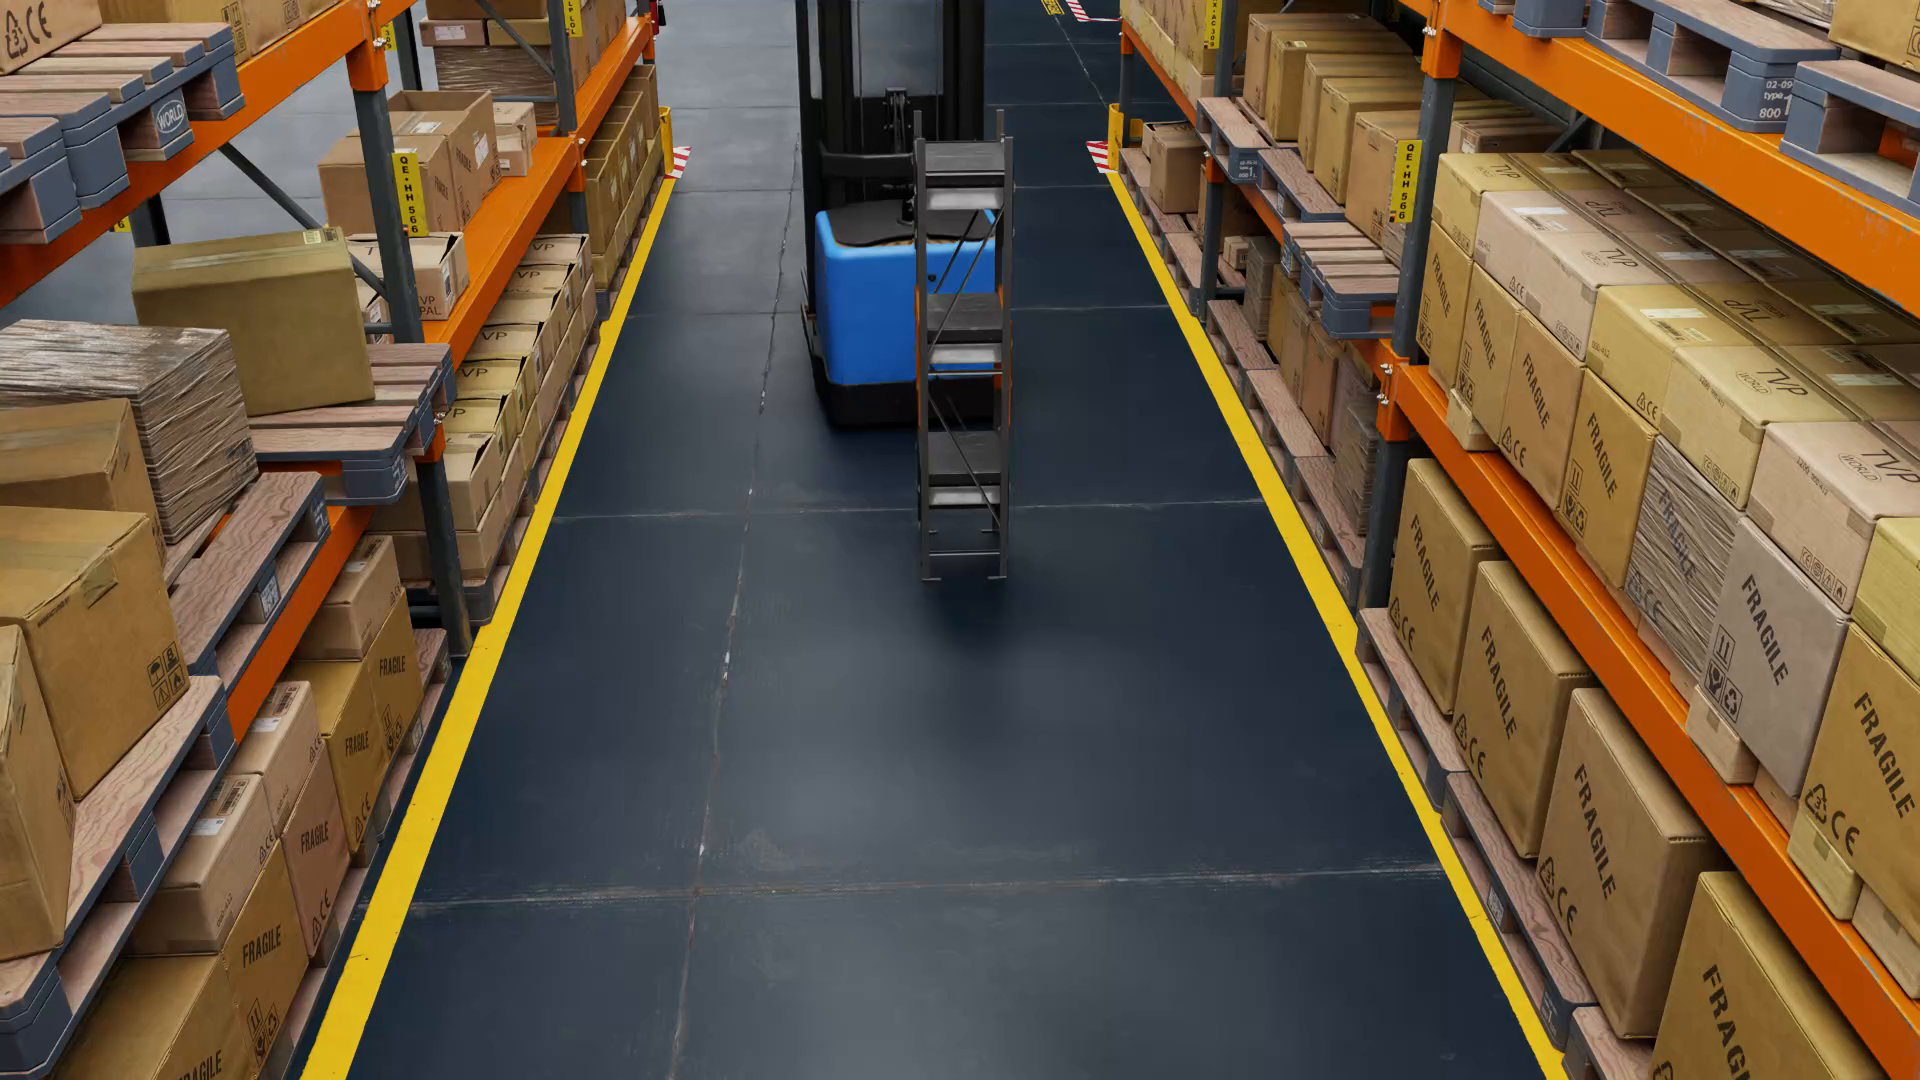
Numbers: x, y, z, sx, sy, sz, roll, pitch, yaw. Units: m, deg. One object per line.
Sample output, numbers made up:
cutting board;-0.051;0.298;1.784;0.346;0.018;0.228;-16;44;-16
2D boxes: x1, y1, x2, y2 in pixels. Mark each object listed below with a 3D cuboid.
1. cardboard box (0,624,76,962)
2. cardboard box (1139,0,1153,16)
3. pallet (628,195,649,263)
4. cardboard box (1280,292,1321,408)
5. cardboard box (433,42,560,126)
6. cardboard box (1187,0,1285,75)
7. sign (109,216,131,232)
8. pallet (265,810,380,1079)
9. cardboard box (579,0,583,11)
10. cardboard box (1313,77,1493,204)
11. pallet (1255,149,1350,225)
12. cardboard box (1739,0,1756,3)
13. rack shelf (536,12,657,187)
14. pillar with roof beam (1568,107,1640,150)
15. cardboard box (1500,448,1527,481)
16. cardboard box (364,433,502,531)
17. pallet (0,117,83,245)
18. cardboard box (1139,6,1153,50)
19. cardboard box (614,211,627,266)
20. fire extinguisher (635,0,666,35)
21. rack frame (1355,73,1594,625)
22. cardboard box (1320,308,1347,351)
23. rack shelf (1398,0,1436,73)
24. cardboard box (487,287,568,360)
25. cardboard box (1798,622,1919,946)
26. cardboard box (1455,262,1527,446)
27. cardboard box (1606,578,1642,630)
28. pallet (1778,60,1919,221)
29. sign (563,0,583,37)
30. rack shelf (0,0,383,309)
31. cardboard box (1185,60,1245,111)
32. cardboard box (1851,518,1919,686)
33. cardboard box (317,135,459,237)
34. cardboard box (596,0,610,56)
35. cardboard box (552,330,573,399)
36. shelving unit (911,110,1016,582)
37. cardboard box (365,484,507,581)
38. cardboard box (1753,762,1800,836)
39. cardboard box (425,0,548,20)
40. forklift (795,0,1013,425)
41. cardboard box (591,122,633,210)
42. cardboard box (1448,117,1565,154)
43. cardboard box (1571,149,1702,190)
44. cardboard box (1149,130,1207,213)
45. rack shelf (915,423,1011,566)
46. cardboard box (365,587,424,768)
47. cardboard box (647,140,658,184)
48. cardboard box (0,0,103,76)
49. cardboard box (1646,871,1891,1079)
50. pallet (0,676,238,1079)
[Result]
cardboard box;-2.243;0.567;3.358;0.700;0.500;0.500;-11;29;-20
cardboard box;1.640;-4.222;12.430;0.500;0.500;0.500;-2;28;-4
pallet;-2.926;-2.370;12.565;1.003;0.211;1.213;-1;28;-3
cardboard box;2.206;-1.068;9.281;0.700;0.500;0.500;-1;28;-2
cardboard box;-2.889;-2.922;10.501;0.700;0.500;0.500;-2;28;-4
cardboard box;1.754;-3.280;10.625;0.500;0.500;0.500;-1;28;-3
sign;-3.205;-1.324;6.293;0.100;0.325;0.005;-1;28;-3
pallet;-2.589;1.318;5.494;1.003;0.211;1.213;-1;28;-3
cardboard box;-2.735;-3.606;11.110;0.380;0.149;0.250;-2;28;-4
cardboard box;2.174;-1.978;8.215;0.700;0.500;0.500;-1;28;-3
pallet;2.152;-1.775;8.618;1.003;0.211;1.213;-1;28;-3
cardboard box;2.475;-1.795;4.620;0.700;0.500;0.500;0;28;0
rack shelf;-2.964;-3.278;12.069;1.077;0.370;4.000;-1;28;-3
pillar with roof beam;-1.207;-4.124;6.427;9.100;9.000;0.400;-1;28;-3
cardboard box;2.152;-0.333;5.894;0.380;0.149;0.250;-2;28;-3
cardboard box;-2.385;-0.291;7.476;0.500;0.311;0.500;0;28;-1
pallet;-2.406;-0.528;2.979;1.213;0.211;1.003;-1;28;-3
cardboard box;1.649;-3.876;12.579;0.500;0.250;0.500;-2;28;-3
cardboard box;-2.602;-2.093;11.538;0.500;0.250;0.500;-1;28;-3
fire extinguisher;-2.611;-4.552;13.817;0.296;0.674;0.183;-1;28;-3
rack frame;2.296;-0.947;6.822;1.000;3.000;0.127;-1;28;-3
cardboard box;2.207;-1.200;8.723;0.500;0.250;0.500;-2;28;-3
rack shelf;2.192;-2.882;8.066;1.077;0.370;4.000;-1;28;-3
cardboard box;-2.495;-1.238;9.293;0.500;0.311;0.500;-1;28;-3
cardboard box;2.229;0.508;3.581;0.500;0.500;0.500;-2;28;-3
cardboard box;2.084;-0.660;5.820;0.500;0.500;0.500;0;28;-1
cardboard box;2.180;0.143;4.983;0.380;0.149;0.250;-1;28;-1
pallet;2.408;-0.767;3.441;0.805;0.209;1.217;-2;28;-5
sign;-2.318;-3.169;9.916;0.100;0.325;0.005;-1;28;-3
rack shelf;-2.546;-0.913;4.292;1.077;0.370;4.000;-1;28;-3
cardboard box;1.760;-2.948;10.800;0.500;0.250;0.500;-1;28;-3
cardboard box;2.225;0.173;3.412;0.500;0.250;0.500;-1;28;-1
cardboard box;-2.755;-1.645;8.052;0.500;0.500;0.500;-3;28;-5
cardboard box;-3.004;-3.877;12.332;0.700;0.500;0.500;-1;28;-2
cardboard box;-2.497;-0.986;9.416;0.500;0.250;0.500;-1;28;-2
shelving unit;0.009;-0.855;7.618;0.431;2.100;0.503;-1;28;-3
cardboard box;-2.385;-0.042;7.606;0.500;0.250;0.500;-1;28;-3
cardboard box;2.199;0.617;4.074;0.380;0.149;0.250;-1;28;-1
cardboard box;-2.889;-3.497;10.201;0.700;0.500;0.500;-1;28;-2
forklift;-0.439;-2.605;10.075;1.130;2.935;3.031;-4;28;-8
cardboard box;-2.624;-2.656;11.807;0.500;0.500;0.500;-1;28;-3
cardboard box;2.248;-1.633;6.852;0.380;0.149;0.250;-5;28;-9
cardboard box;2.579;-1.262;6.163;0.500;0.250;0.500;-1;28;-1
cardboard box;1.843;-2.803;12.609;0.700;0.500;0.500;-3;28;-6
rack shelf;0.009;-0.222;7.948;0.431;0.518;0.480;-1;28;-3
cardboard box;-2.367;0.514;6.249;0.500;0.500;0.500;0;28;-1
cardboard box;-2.707;-3.016;13.309;0.500;0.250;0.500;-1;28;-3
cardboard box;-2.467;-1.434;3.841;0.600;0.600;0.600;-2;28;-5
cardboard box;2.341;1.370;4.250;0.750;0.750;0.750;-1;28;-2
pallet;-2.375;0.735;3.805;1.003;0.211;1.213;-1;28;-3
